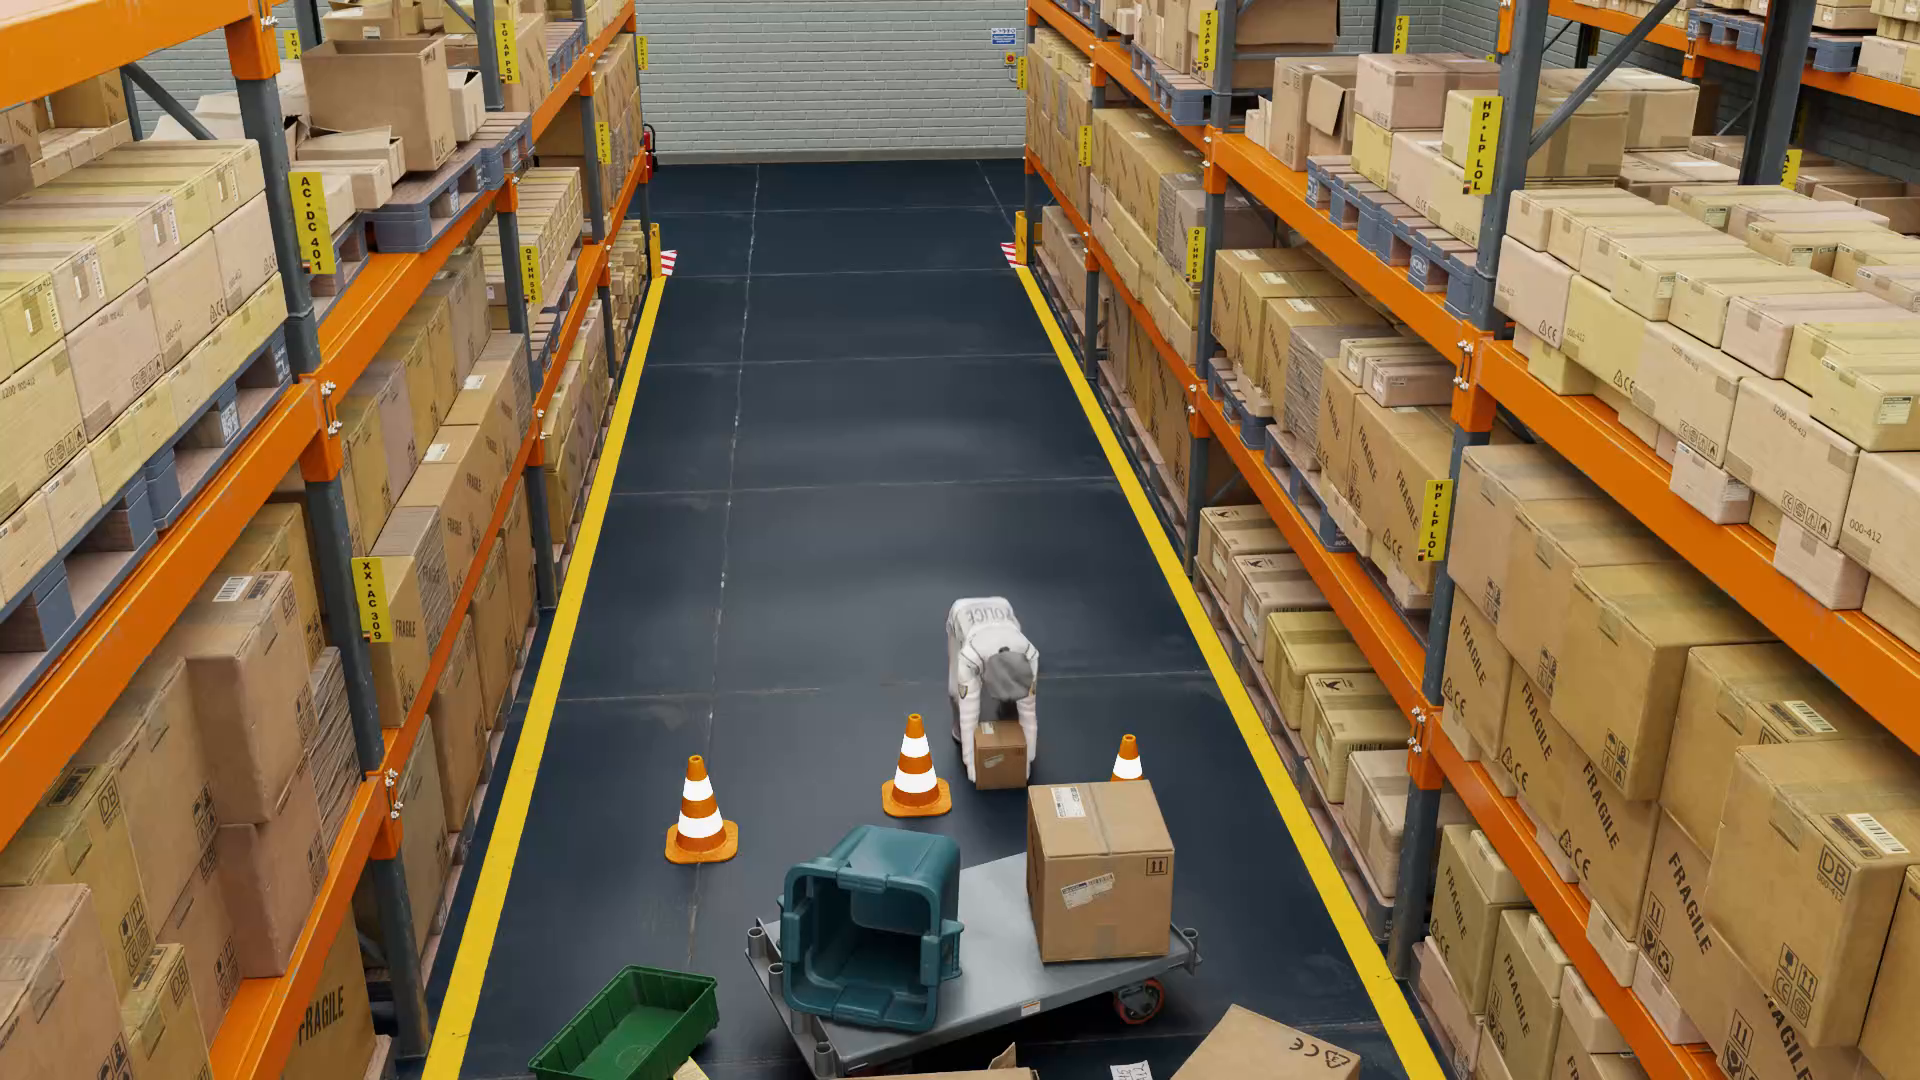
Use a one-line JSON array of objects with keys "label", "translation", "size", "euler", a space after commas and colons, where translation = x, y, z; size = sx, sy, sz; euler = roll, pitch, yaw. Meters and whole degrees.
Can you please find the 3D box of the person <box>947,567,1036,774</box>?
[{"label": "person", "translation": [0.165, 0.668, 8.533], "size": [0.458, 0.904, 0.882], "euler": [-3, 24, -8]}]
